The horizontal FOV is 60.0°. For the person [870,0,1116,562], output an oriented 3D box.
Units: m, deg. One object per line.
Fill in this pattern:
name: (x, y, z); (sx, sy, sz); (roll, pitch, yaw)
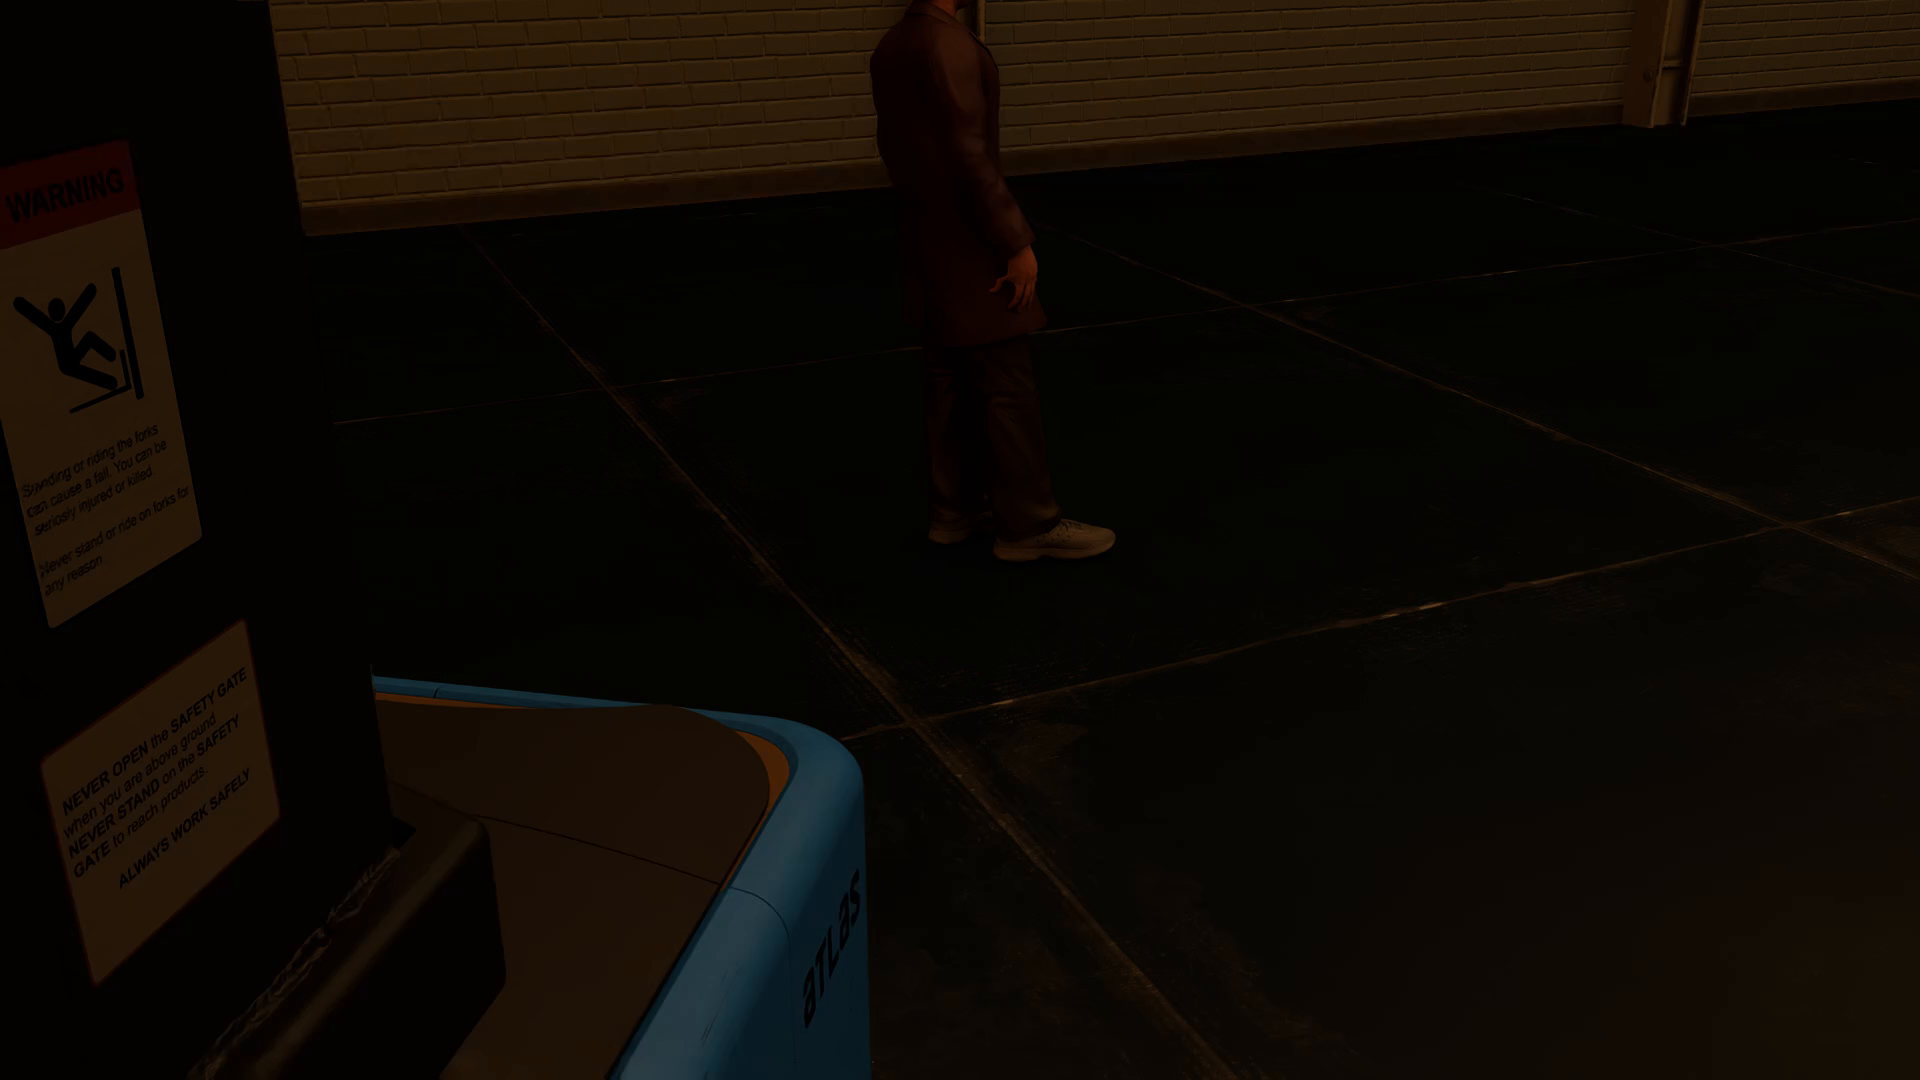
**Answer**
person: (0.085, -0.841, 4.796); (0.579, 1.777, 0.698); (-10, 25, -23)
